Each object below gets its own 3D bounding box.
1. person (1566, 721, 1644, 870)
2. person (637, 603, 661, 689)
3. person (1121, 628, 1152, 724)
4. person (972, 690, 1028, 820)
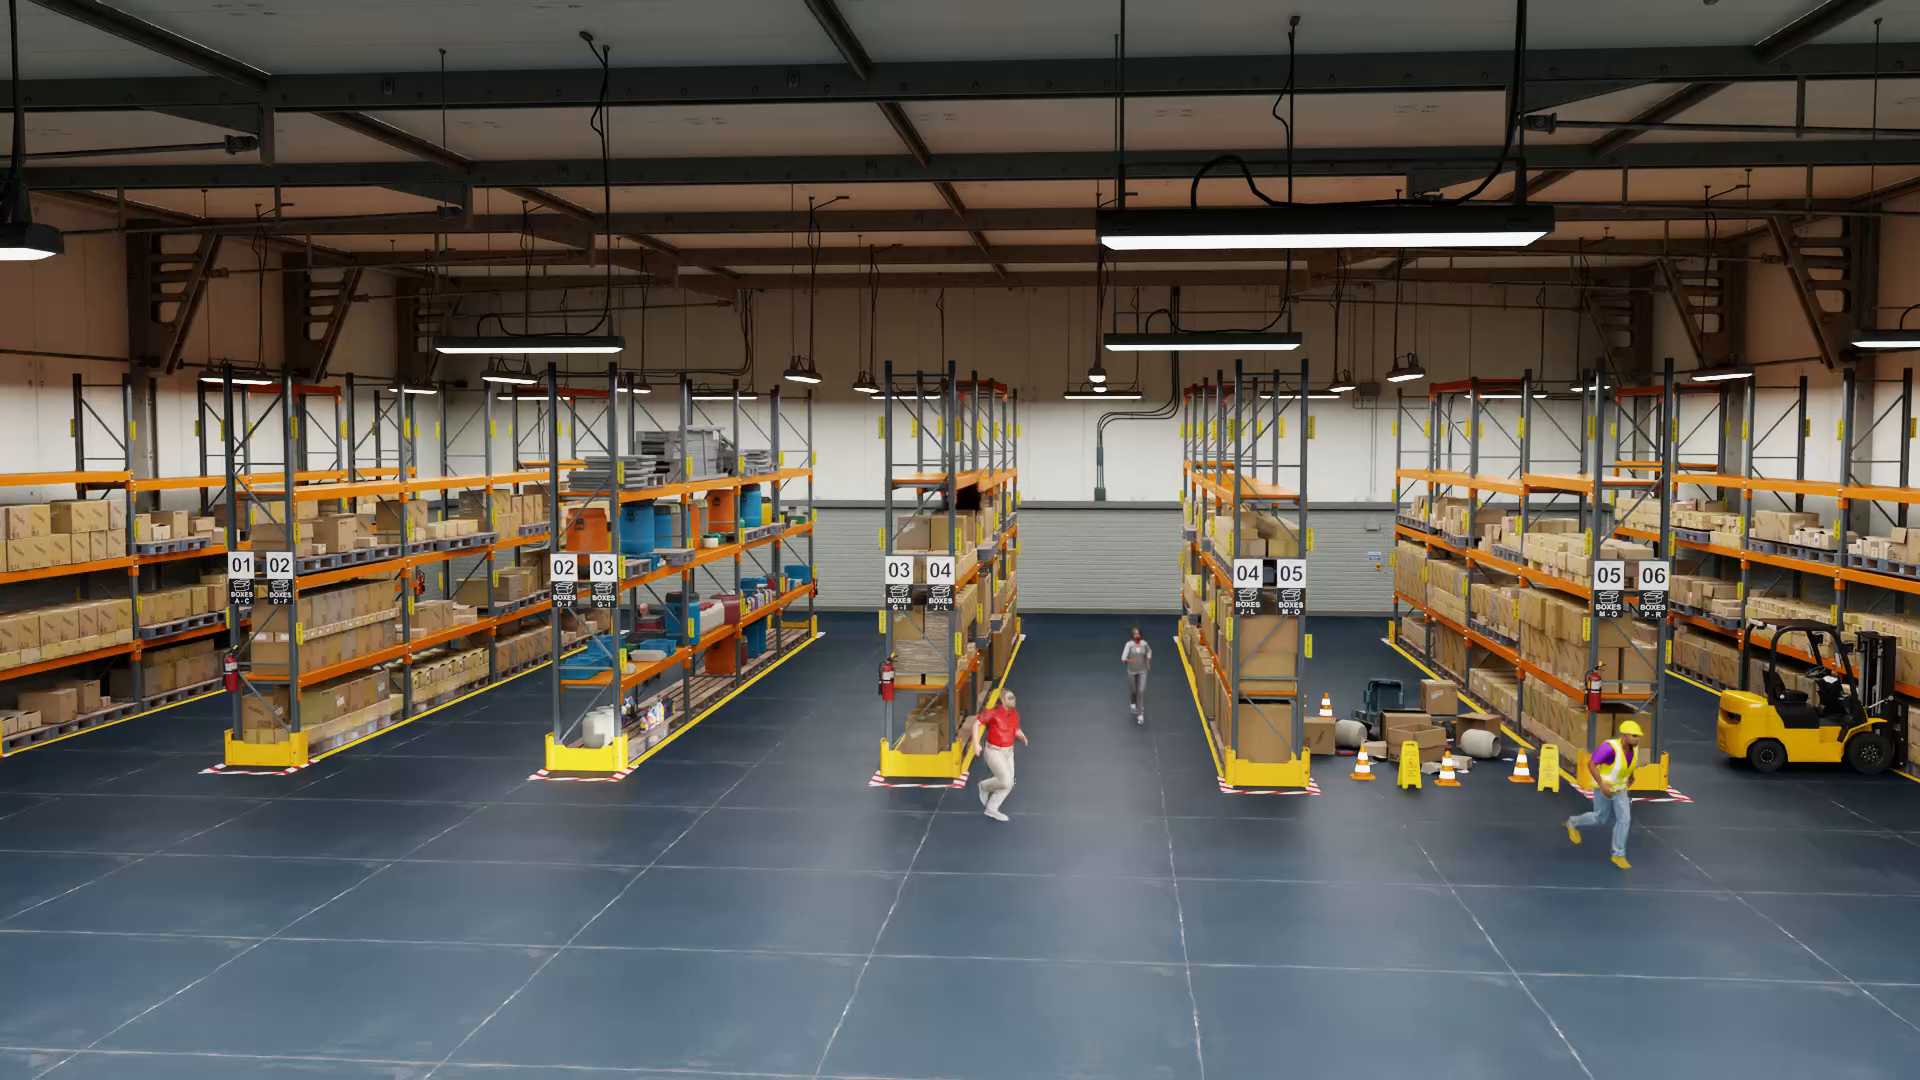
[{"bbox_3d":[7.511,2.905,19.361,0.718,1.712,1.015,-2,4,-32],"label":"person"},{"bbox_3d":[-6.130,2.051,32.763,0.697,1.675,1.007,0,4,7],"label":"person"},{"bbox_3d":[3.049,2.308,28.674,0.537,1.609,0.875,0,4,1],"label":"person"},{"bbox_3d":[0.552,2.769,21.394,0.674,1.680,0.706,3,5,43],"label":"person"}]
